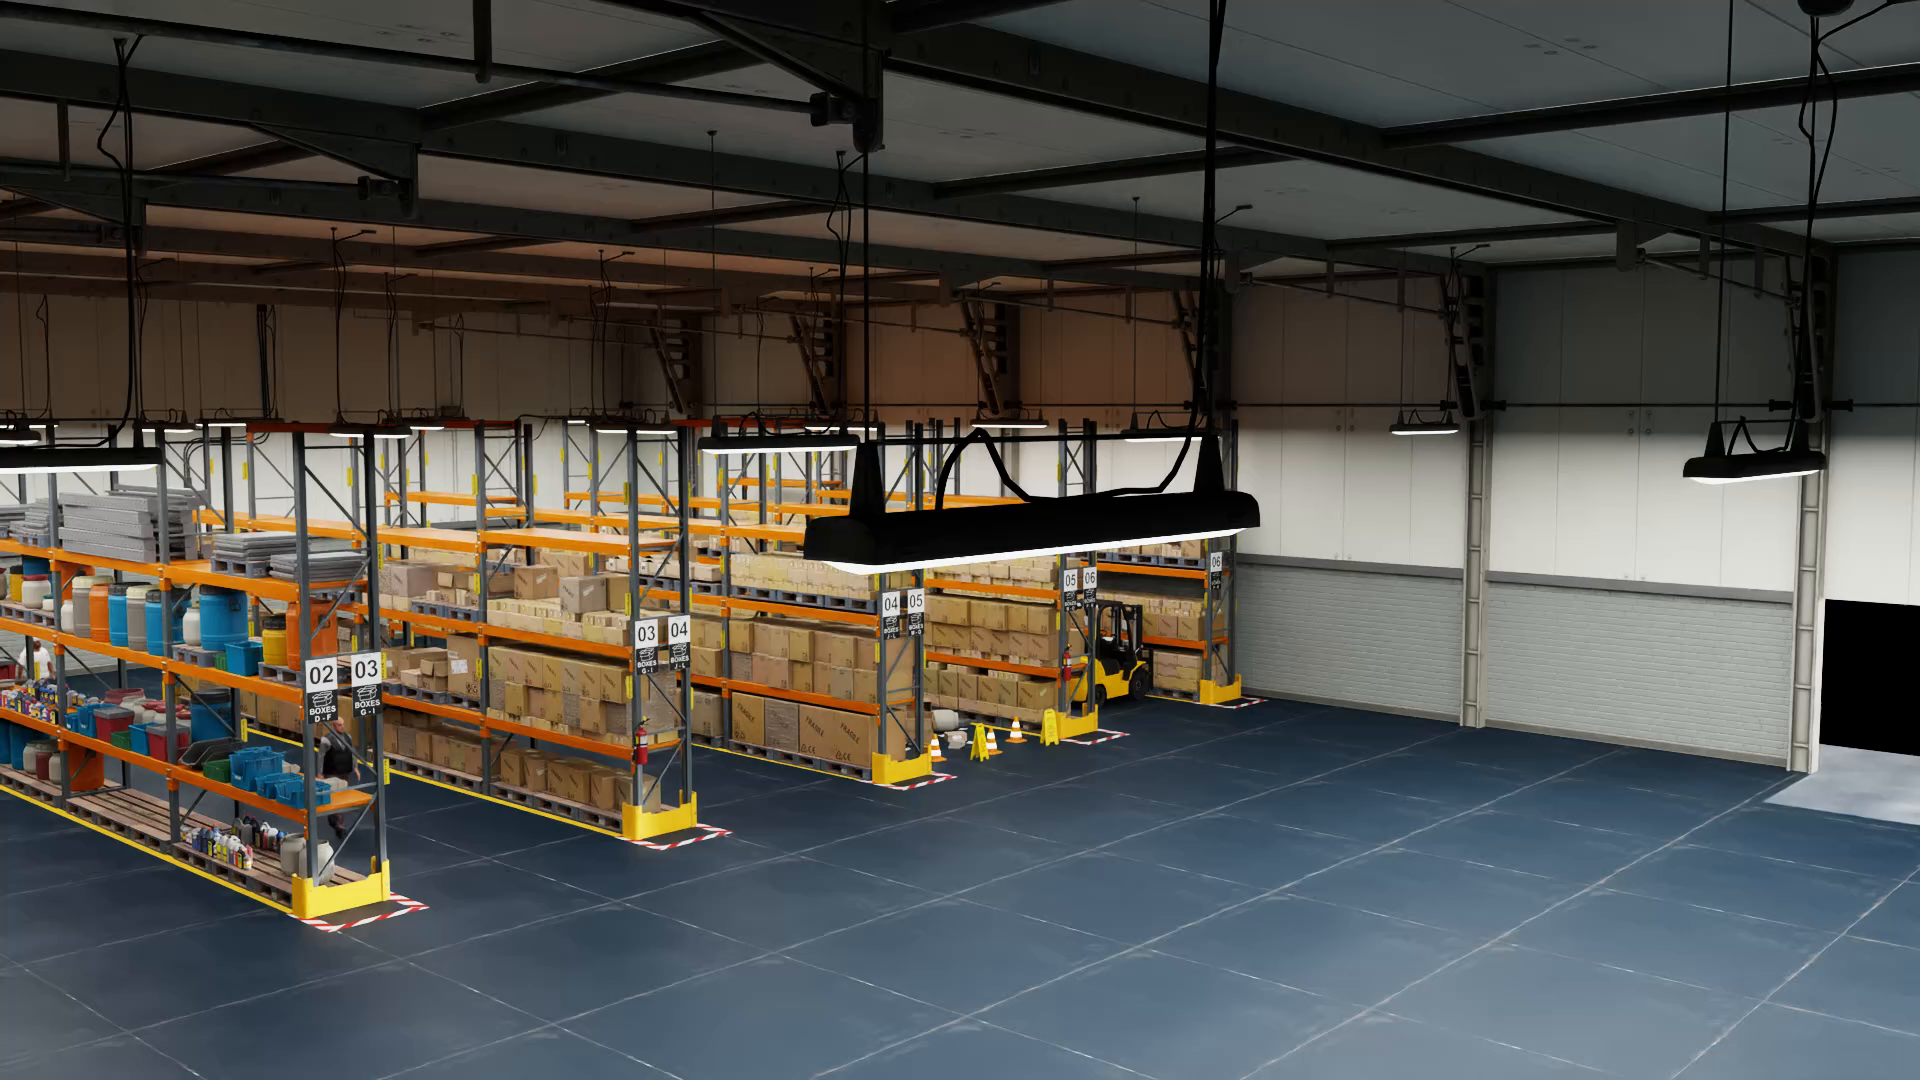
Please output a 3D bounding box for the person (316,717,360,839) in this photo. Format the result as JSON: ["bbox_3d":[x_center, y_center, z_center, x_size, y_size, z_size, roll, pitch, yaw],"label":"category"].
[{"bbox_3d":[-9.146,3.472,24.533,0.769,1.729,0.575,3,5,32],"label":"person"}]

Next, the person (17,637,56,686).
[{"bbox_3d":[-18.368,2.737,33.137,0.989,1.714,0.667,4,6,40],"label":"person"}]
